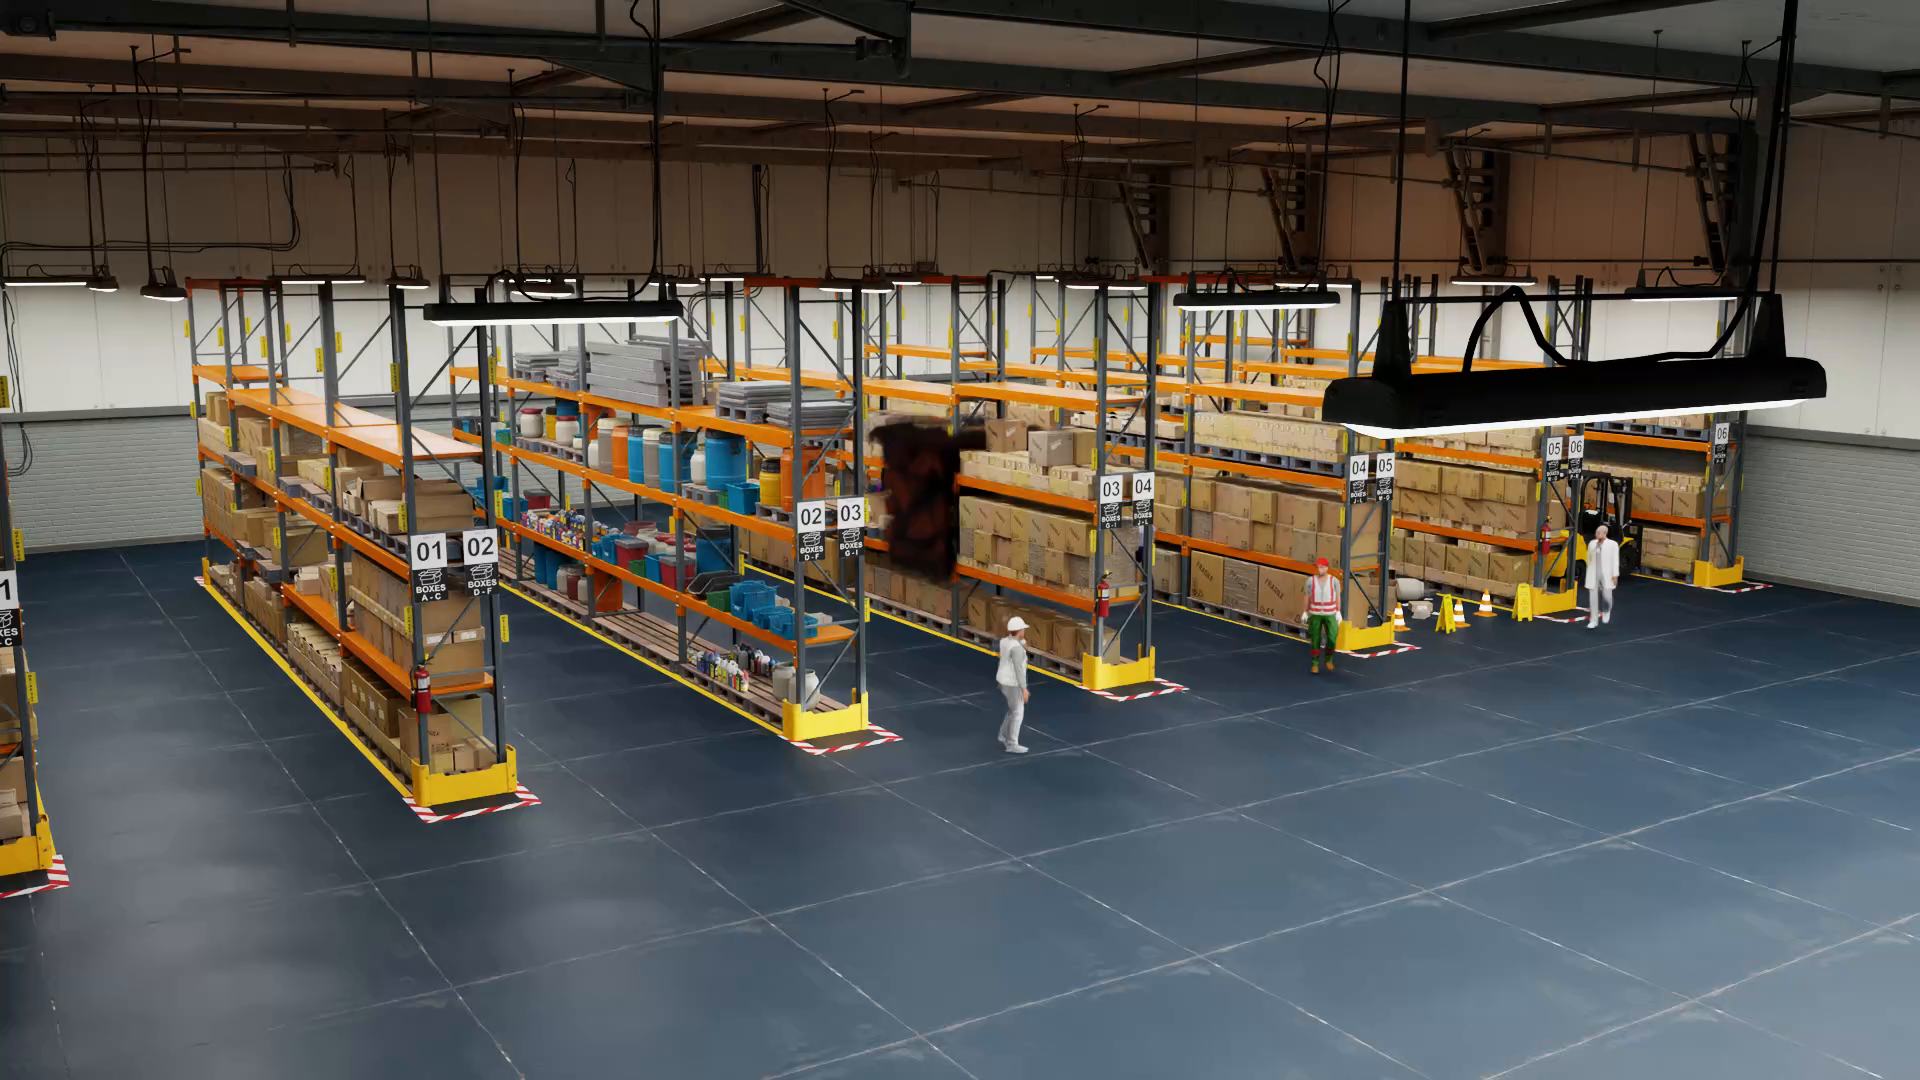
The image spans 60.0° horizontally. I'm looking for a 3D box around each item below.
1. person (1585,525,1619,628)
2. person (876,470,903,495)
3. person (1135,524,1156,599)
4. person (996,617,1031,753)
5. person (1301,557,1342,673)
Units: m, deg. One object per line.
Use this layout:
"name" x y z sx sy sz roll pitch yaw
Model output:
"person" 11.133 0.625 28.837 0.566 1.779 0.608 5 11 27
"person" -1.531 -0.747 37.228 0.586 1.717 1.059 -6 11 -33
"person" 3.250 0.246 29.771 0.529 1.648 0.425 7 12 35
"person" 0.702 1.890 21.611 0.411 1.803 0.661 -3 10 -16
"person" 5.590 1.157 25.704 0.609 1.795 0.421 2 10 14
